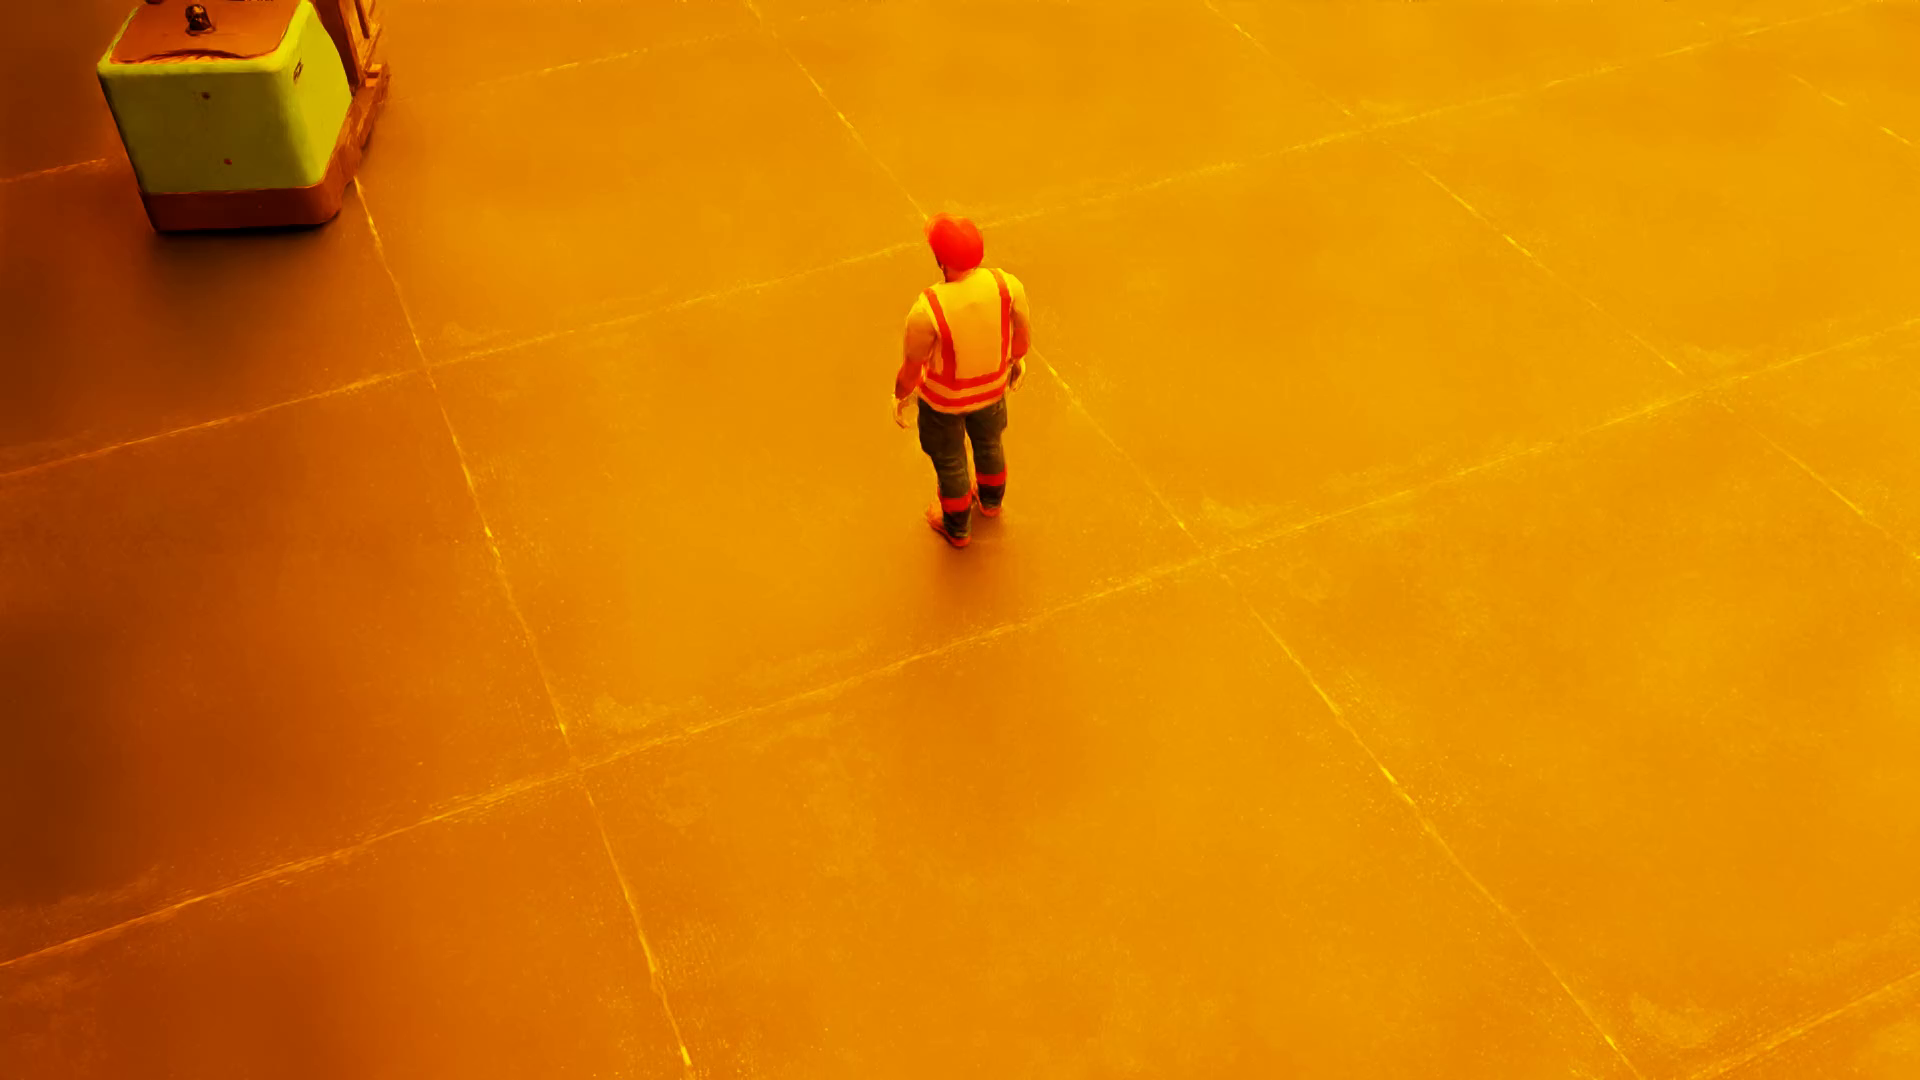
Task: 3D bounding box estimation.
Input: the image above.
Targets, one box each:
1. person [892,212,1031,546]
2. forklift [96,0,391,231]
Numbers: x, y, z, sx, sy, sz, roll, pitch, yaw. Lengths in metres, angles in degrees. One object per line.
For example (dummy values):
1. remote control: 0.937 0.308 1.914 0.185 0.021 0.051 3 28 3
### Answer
1. person: -0.024 -0.712 7.270 0.637 1.787 0.563 -18 46 -18
2. forklift: -4.317 -3.866 9.822 1.130 2.935 3.031 -3 43 -4
